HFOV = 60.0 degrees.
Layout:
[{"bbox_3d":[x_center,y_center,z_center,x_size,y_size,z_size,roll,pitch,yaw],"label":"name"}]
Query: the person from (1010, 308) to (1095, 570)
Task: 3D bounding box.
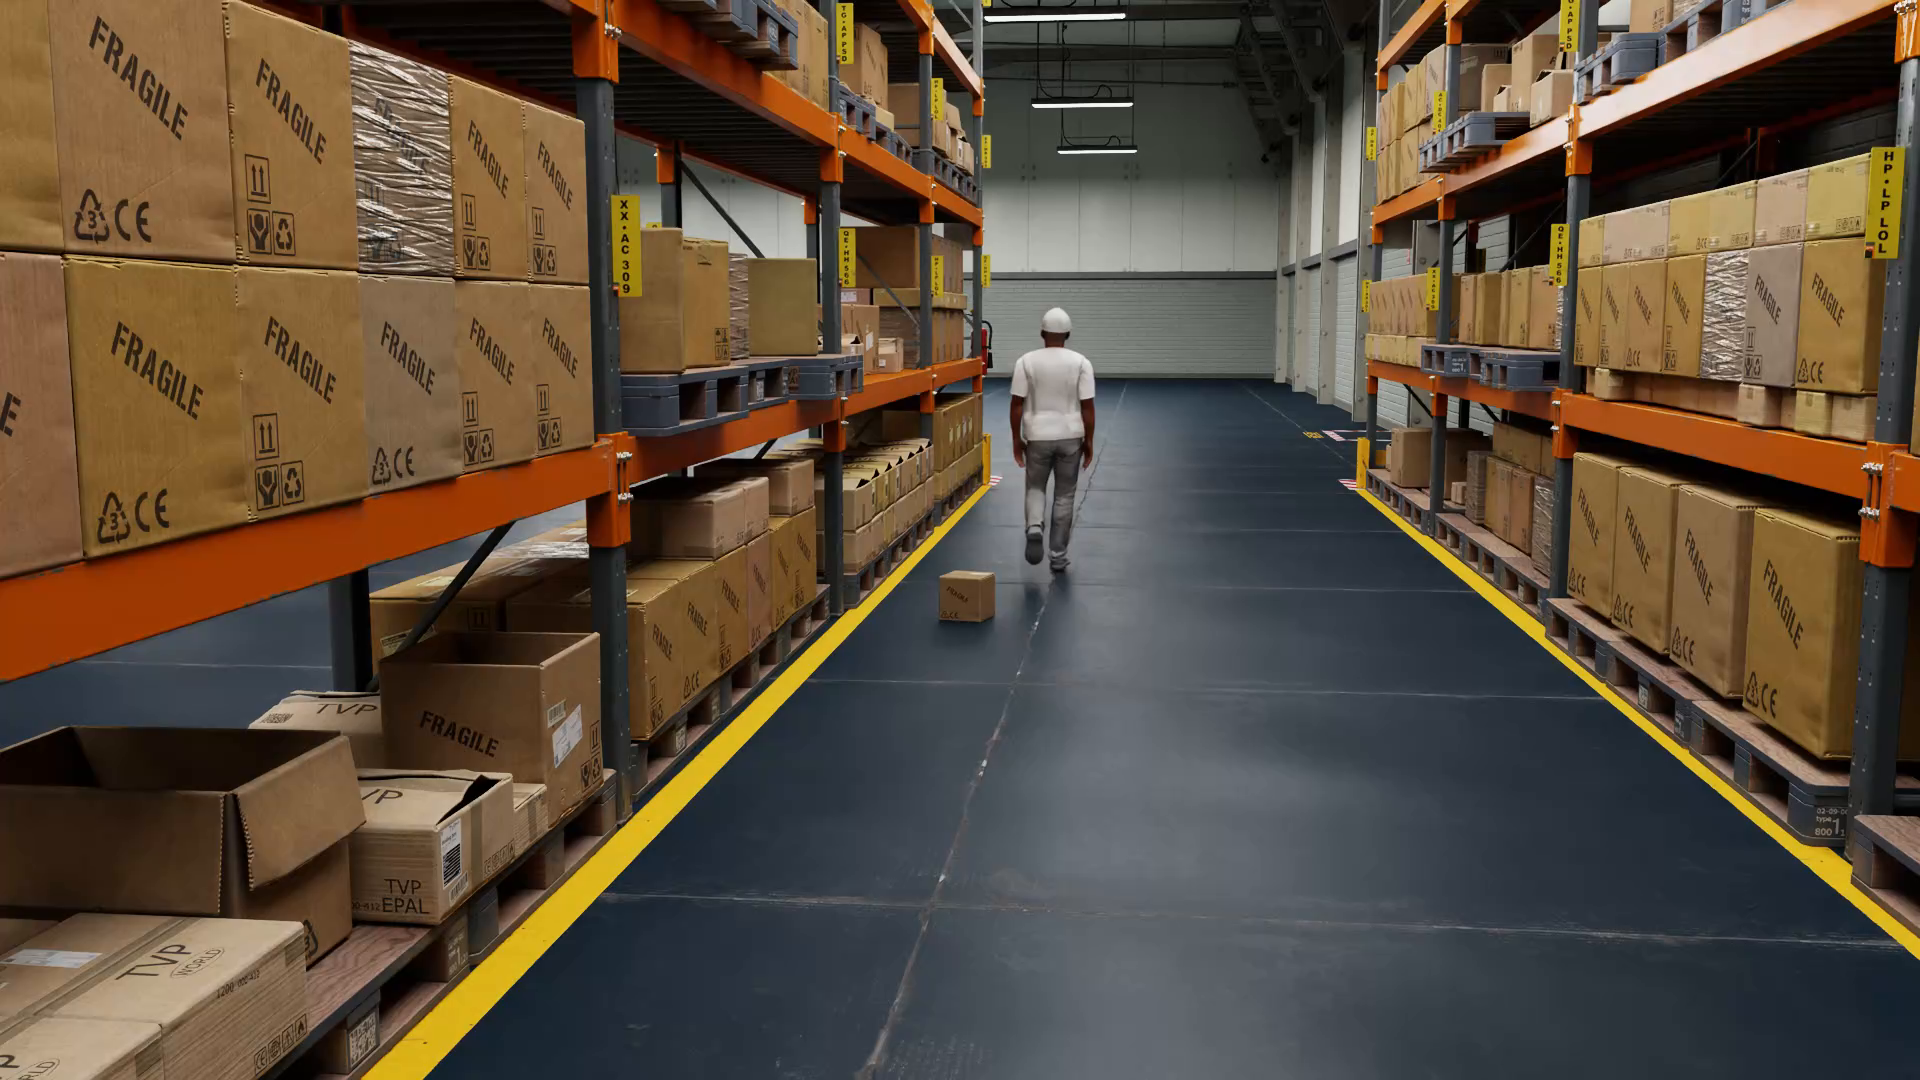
[{"bbox_3d":[0.619,-0.671,11.145,0.567,1.755,0.579,1,8,8],"label":"person"}]
